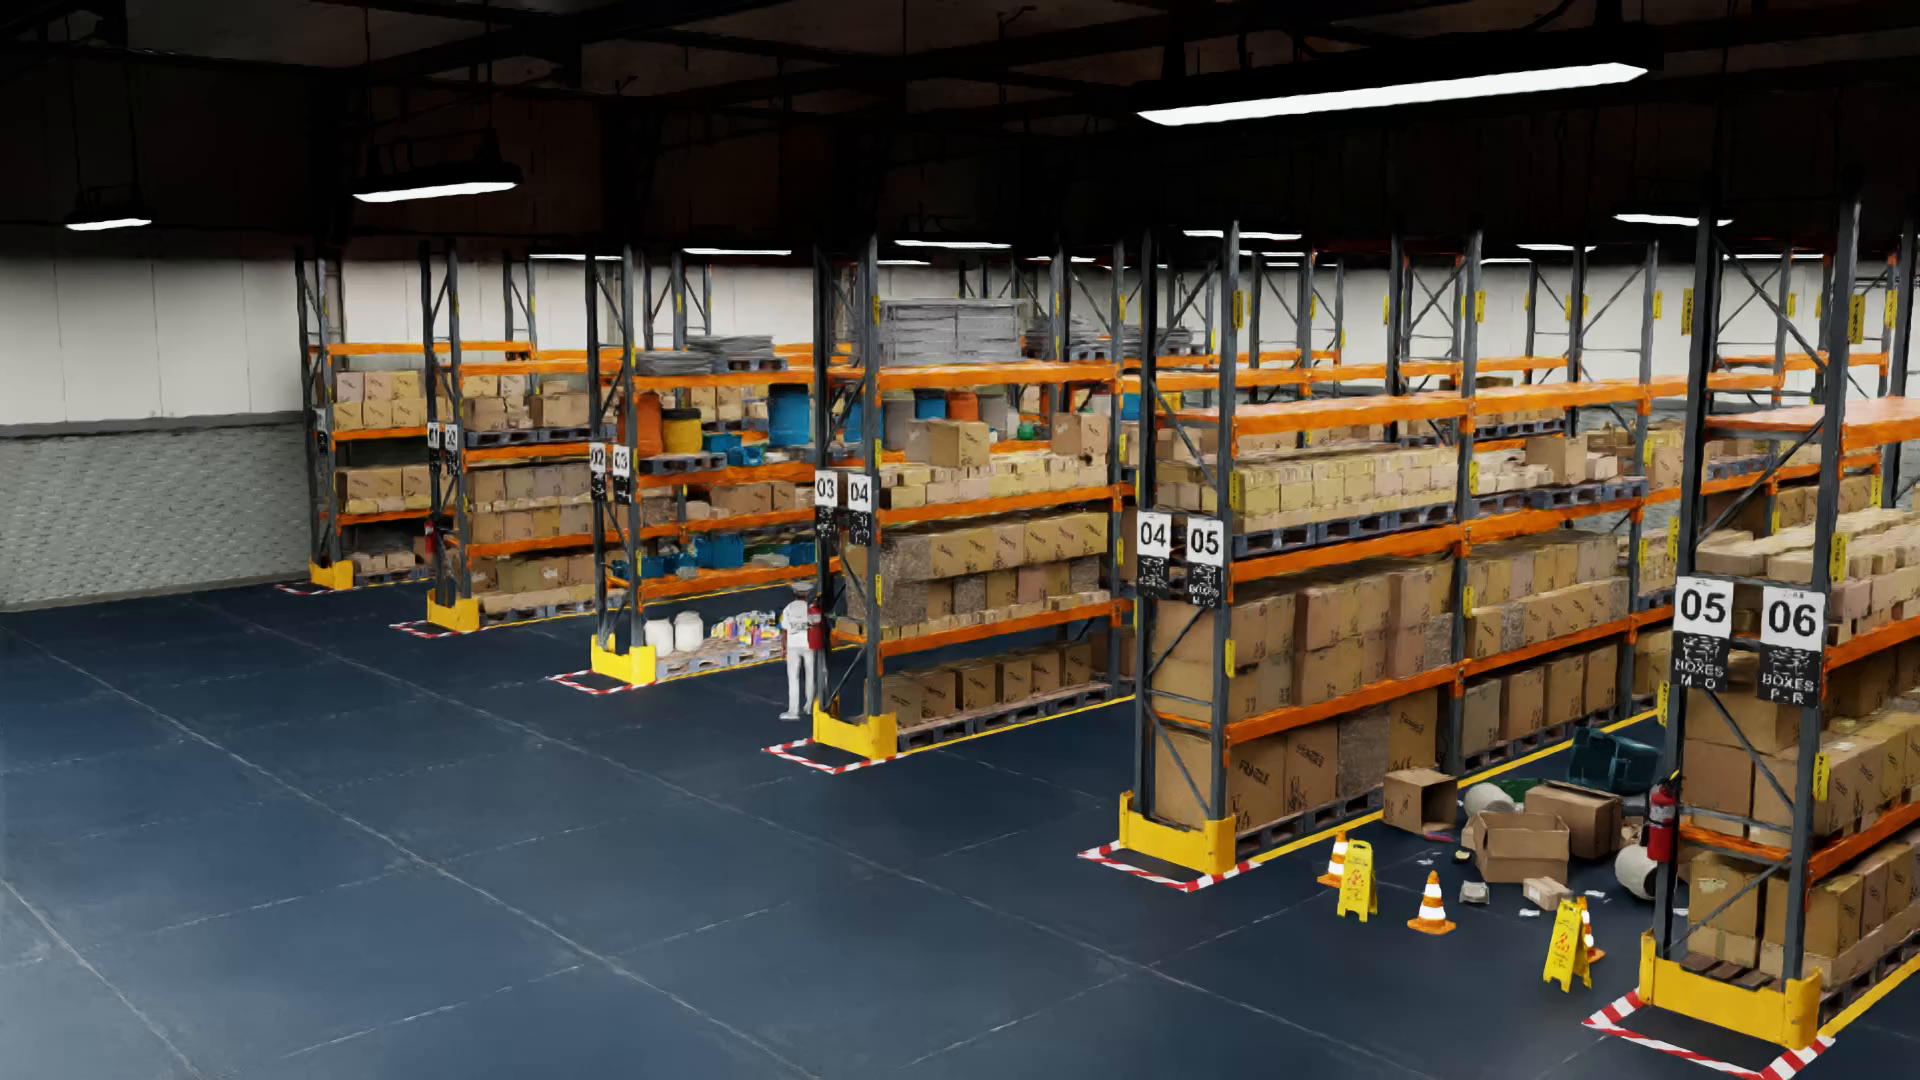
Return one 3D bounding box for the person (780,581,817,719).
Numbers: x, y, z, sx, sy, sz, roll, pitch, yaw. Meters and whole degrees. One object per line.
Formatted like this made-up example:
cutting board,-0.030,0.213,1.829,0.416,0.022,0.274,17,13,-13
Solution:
person,-1.951,1.344,20.438,0.575,1.667,0.533,-2,9,-12
